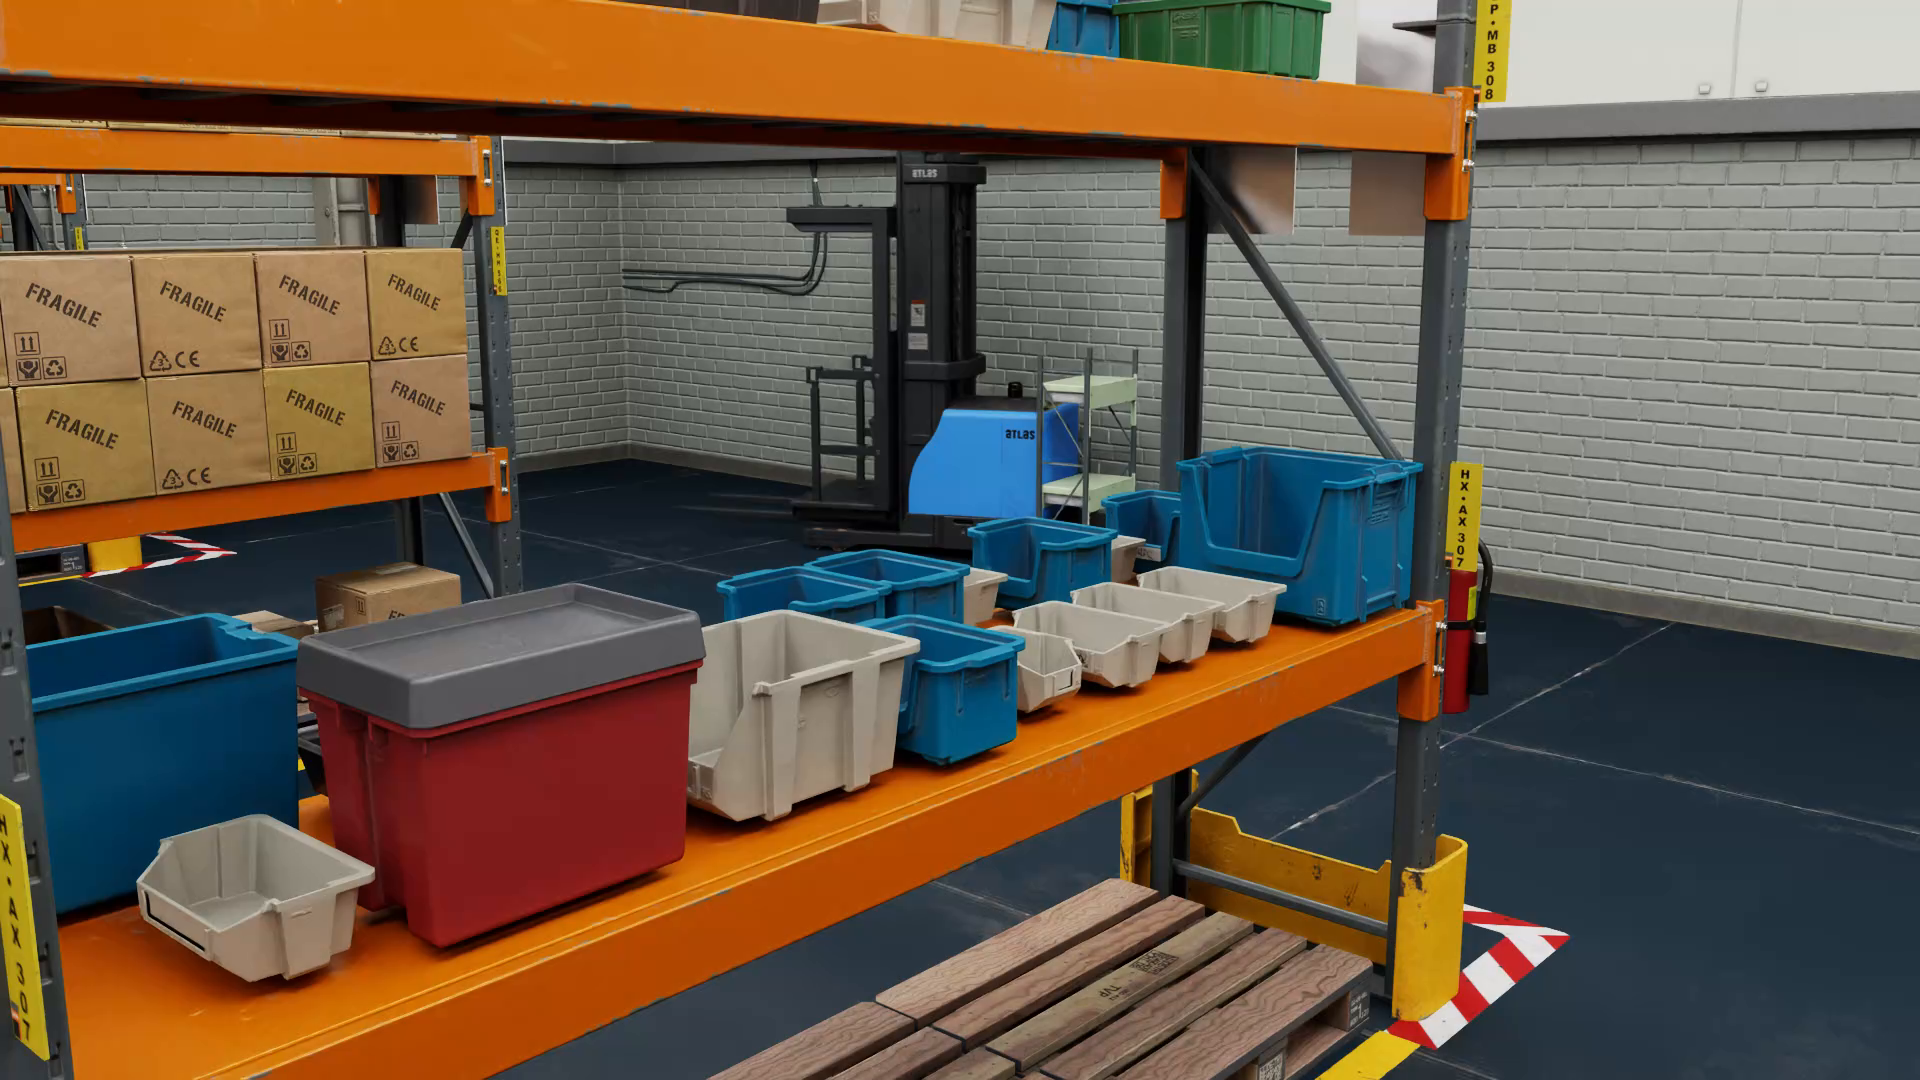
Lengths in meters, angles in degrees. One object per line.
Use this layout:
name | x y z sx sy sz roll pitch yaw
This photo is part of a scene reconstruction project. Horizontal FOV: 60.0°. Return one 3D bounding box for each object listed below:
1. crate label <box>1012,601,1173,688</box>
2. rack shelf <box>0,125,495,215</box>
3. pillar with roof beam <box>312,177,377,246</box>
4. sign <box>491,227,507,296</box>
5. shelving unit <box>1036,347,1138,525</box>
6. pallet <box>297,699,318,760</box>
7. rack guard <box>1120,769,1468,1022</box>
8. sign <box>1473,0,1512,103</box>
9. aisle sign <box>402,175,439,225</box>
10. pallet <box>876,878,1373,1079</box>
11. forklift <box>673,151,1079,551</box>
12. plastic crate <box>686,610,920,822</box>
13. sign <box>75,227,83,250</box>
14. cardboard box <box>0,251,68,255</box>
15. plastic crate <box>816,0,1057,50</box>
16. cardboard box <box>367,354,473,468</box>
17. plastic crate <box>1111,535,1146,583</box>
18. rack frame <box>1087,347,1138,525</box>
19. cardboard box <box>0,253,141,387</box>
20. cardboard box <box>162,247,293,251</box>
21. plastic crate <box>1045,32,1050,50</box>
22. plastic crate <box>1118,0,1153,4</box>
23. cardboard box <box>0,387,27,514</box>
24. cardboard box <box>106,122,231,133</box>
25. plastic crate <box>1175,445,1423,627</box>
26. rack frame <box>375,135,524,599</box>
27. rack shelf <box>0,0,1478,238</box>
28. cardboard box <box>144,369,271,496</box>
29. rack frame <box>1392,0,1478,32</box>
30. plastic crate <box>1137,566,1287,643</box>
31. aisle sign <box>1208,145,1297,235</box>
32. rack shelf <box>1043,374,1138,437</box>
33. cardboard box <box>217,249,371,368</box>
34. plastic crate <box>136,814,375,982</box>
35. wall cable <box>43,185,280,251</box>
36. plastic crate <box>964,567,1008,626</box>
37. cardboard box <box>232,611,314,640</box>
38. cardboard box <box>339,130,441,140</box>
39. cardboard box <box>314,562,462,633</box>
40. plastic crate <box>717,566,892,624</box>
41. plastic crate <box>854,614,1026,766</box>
crate label | 0.316 0.270 4.223 0.396 0.136 0.243 10 15 40
rack shelf | -3.952 -1.523 6.858 1.077 0.370 4.000 10 15 40
pillar with roof beam | -1.989 -4.234 10.933 9.100 9.000 0.400 10 15 40
sign | -2.228 -1.348 8.036 0.100 0.325 0.005 10 15 40
shelving unit | 0.902 -0.581 11.793 0.431 1.500 0.755 7 13 31
pallet | -3.208 0.797 8.184 1.003 0.211 1.213 10 15 40
rack guard | 1.092 1.162 5.617 1.175 0.500 0.348 10 15 40
sign | 1.510 -1.409 4.718 0.100 0.325 0.005 10 15 40
aisle sign | -2.808 -2.022 8.541 0.394 0.787 0.004 10 15 40
pallet | 0.513 1.425 5.036 1.003 0.211 1.213 10 15 40
forklift | -0.668 -1.448 12.479 3.031 2.935 1.130 3 12 16
plastic crate | -0.408 0.358 3.410 0.437 0.282 0.530 10 15 40
sign | -5.957 -1.951 11.261 0.100 0.325 0.005 10 15 40
cardboard box | -4.131 -0.982 7.161 0.500 0.500 0.500 10 15 40
plastic crate | -0.091 -1.064 3.395 0.437 0.136 0.530 10 15 40
cardboard box | -2.723 -0.647 8.039 0.500 0.500 0.500 10 15 42
plastic crate | 0.402 0.072 5.214 0.250 0.136 0.298 10 15 40
rack frame | 1.096 -0.642 12.098 0.400 1.500 0.023 7 13 31
cardboard box | -3.730 -0.911 6.805 0.500 0.500 0.500 10 15 42
cardboard box | -3.462 -1.130 7.901 0.500 0.500 0.500 10 15 41
plastic crate | -0.129 -1.310 4.110 0.504 0.338 0.767 10 15 40
plastic crate | 0.623 -1.445 4.961 0.497 0.269 0.590 10 15 40
cardboard box | -4.064 -0.349 6.544 0.500 0.500 0.500 10 15 40
cardboard box | -3.432 -1.840 6.989 0.500 0.250 0.500 10 15 40
plastic crate | 1.006 -0.032 4.969 0.616 0.435 0.499 10 15 40
rack frame | -2.632 -0.699 8.555 1.000 3.000 0.127 10 15 40
rack shelf | -0.234 -0.882 3.649 1.077 0.370 4.000 10 15 40
cardboard box | -3.397 -0.498 7.290 0.500 0.500 0.500 10 15 41
rack frame | 1.086 -3.000 4.758 1.000 3.000 0.127 10 15 40
plastic crate | 0.684 0.185 4.648 0.396 0.136 0.243 10 15 40
aisle sign | 0.911 -1.382 5.336 0.394 0.787 0.004 10 15 40
rack shelf | 0.902 -0.964 11.717 0.431 0.370 0.720 7 13 31
cardboard box | -3.052 -1.063 7.569 0.500 0.500 0.500 10 15 42
plastic crate | -1.140 0.580 2.669 0.396 0.136 0.243 10 15 40
wall cable | -6.221 -2.148 13.215 0.084 1.984 1.851 10 15 40
plastic crate | -0.046 0.171 4.714 0.250 0.136 0.298 10 15 40
cardboard box | -3.534 0.550 8.196 0.500 0.250 0.500 10 15 40
cardboard box | -2.773 -1.987 7.727 0.500 0.250 0.500 10 15 40
cardboard box | -2.806 0.422 8.197 0.500 0.500 0.500 10 15 40
plastic crate | -0.391 0.226 4.196 0.416 0.233 0.300 10 15 40
plastic crate | -0.077 0.329 3.677 0.416 0.233 0.300 10 15 40
